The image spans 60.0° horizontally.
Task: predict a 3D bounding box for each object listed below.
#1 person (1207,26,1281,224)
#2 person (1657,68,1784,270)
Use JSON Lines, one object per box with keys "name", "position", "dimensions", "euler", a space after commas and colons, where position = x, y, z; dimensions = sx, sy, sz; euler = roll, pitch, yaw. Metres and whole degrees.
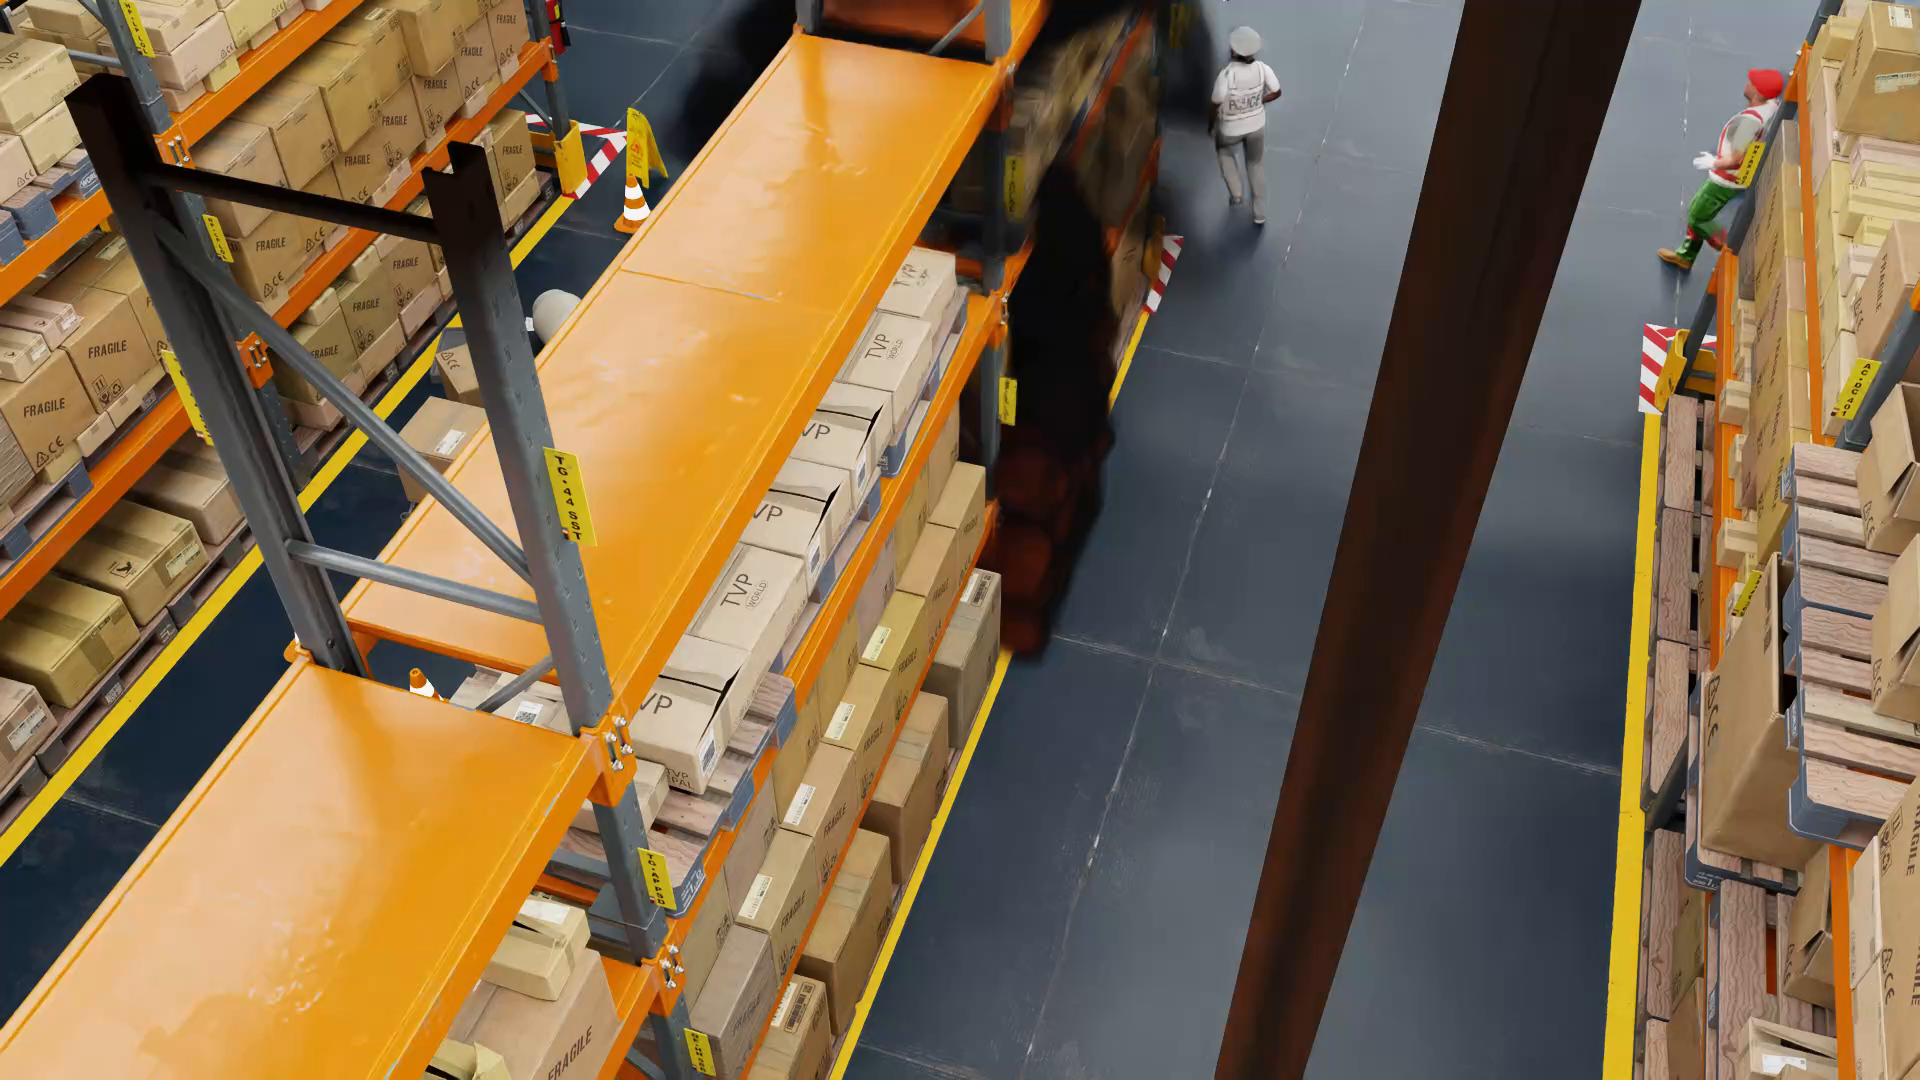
{"name": "person", "position": [2.198, -3.312, 13.219], "dimensions": [0.638, 1.645, 0.597], "euler": [-6, 46, -6]}
{"name": "person", "position": [5.890, -2.744, 12.594], "dimensions": [0.682, 1.766, 0.744], "euler": [-34, 55, -29]}
